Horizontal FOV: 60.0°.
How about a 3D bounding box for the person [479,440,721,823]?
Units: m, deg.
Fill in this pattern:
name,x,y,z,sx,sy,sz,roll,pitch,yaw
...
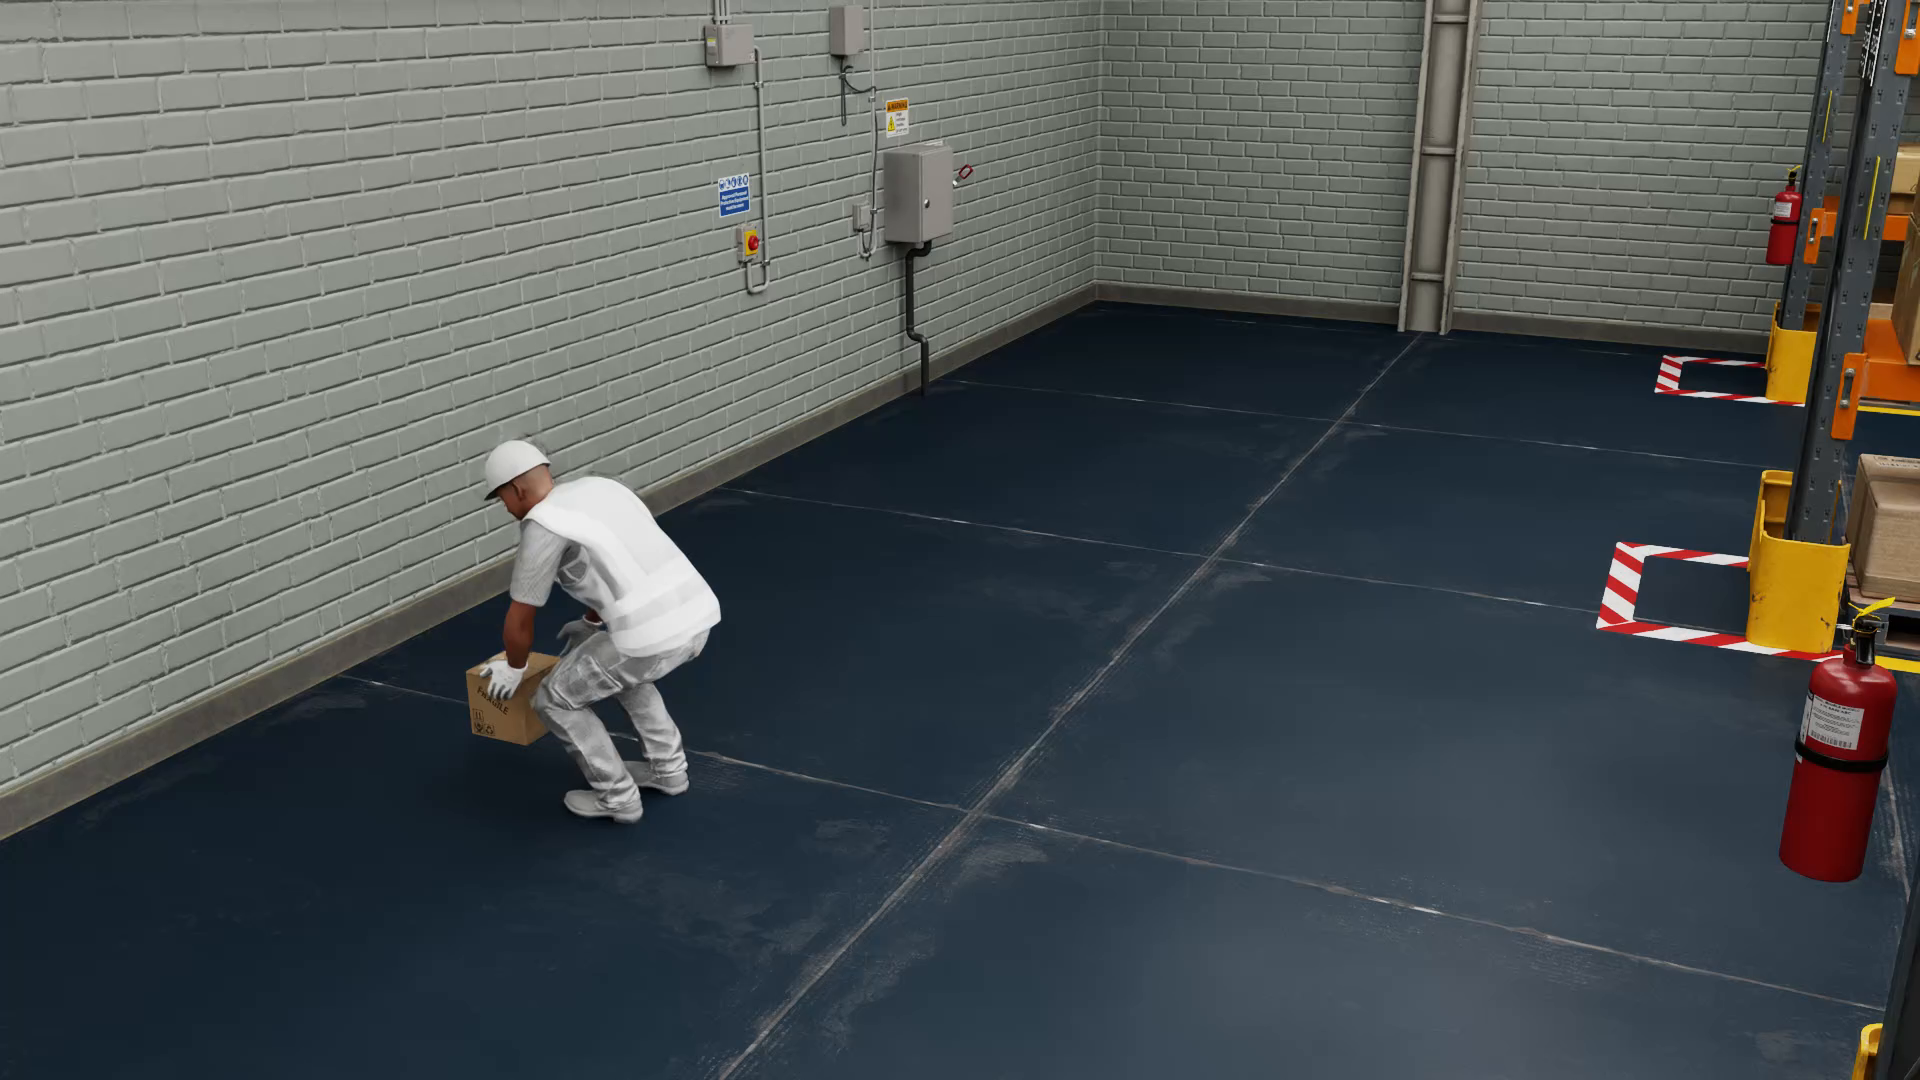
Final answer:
name,x,y,z,sx,sy,sz,roll,pitch,yaw
person,-1.261,0.322,5.805,0.813,1.322,0.612,8,21,23
